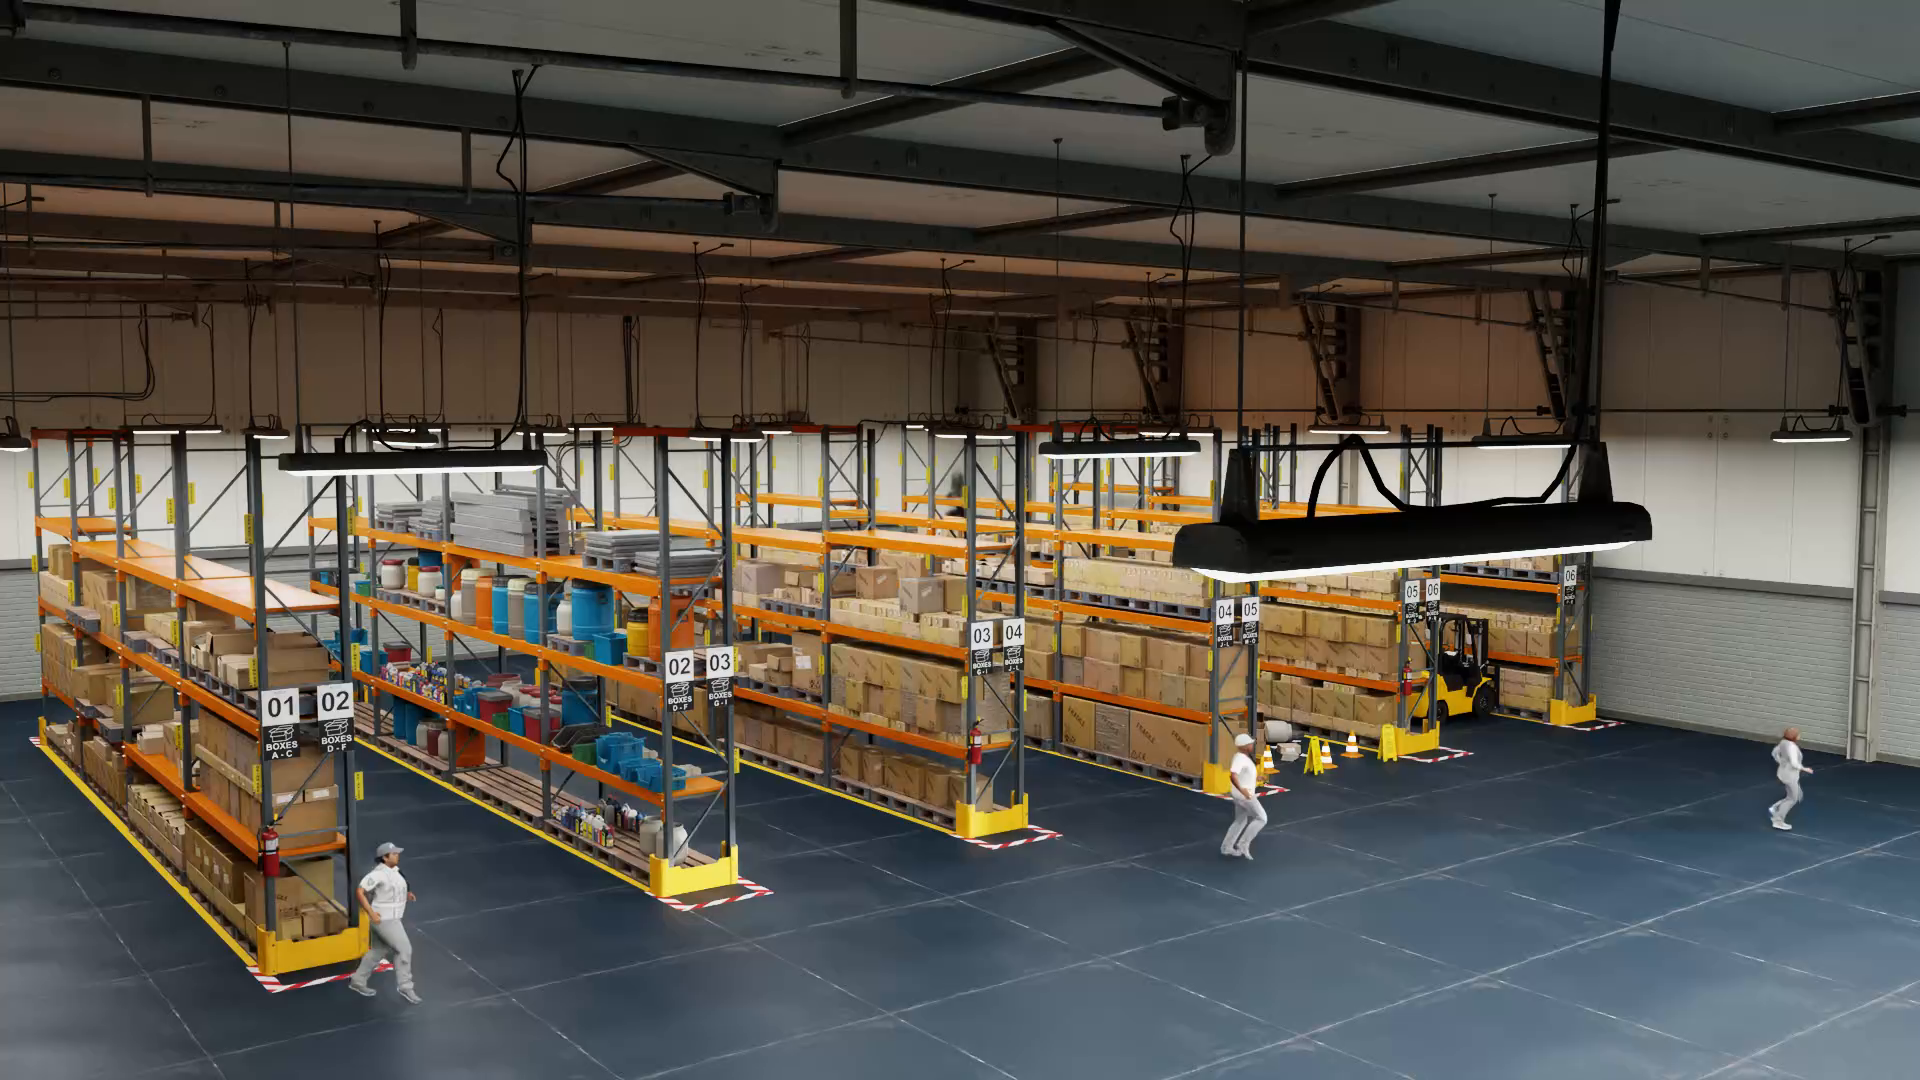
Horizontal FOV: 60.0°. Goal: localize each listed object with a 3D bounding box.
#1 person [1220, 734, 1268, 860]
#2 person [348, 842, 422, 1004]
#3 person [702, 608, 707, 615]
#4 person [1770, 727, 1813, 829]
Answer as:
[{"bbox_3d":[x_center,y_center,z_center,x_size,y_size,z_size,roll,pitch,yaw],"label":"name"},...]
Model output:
[{"bbox_3d":[4.032,3.618,23.449,0.700,1.773,0.673,0,4,-2],"label":"person"},{"bbox_3d":[-6.183,4.104,17.872,0.781,1.717,0.607,-1,5,-11],"label":"person"},{"bbox_3d":[-6.374,2.288,41.158,0.758,1.645,0.705,-2,5,-27],"label":"person"},{"bbox_3d":[12.534,3.578,25.062,0.545,1.559,0.566,1,5,9],"label":"person"}]
